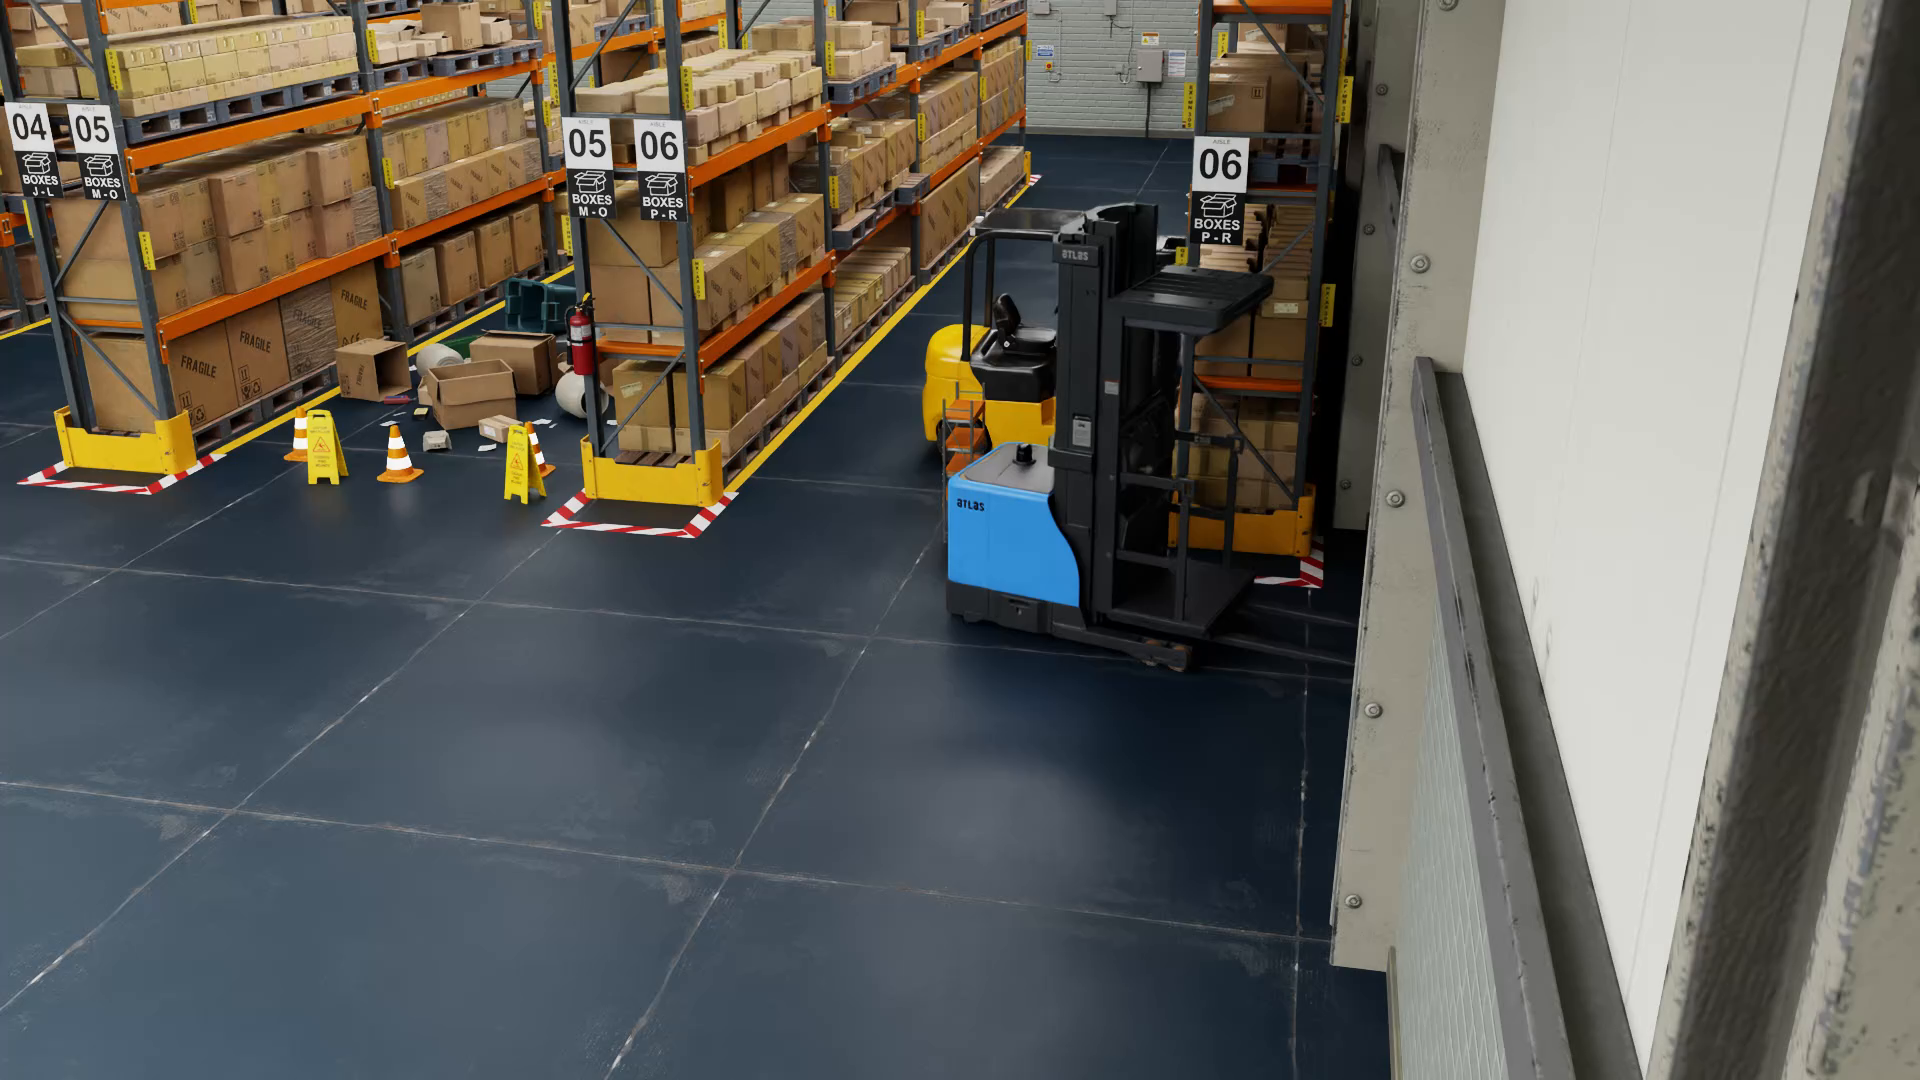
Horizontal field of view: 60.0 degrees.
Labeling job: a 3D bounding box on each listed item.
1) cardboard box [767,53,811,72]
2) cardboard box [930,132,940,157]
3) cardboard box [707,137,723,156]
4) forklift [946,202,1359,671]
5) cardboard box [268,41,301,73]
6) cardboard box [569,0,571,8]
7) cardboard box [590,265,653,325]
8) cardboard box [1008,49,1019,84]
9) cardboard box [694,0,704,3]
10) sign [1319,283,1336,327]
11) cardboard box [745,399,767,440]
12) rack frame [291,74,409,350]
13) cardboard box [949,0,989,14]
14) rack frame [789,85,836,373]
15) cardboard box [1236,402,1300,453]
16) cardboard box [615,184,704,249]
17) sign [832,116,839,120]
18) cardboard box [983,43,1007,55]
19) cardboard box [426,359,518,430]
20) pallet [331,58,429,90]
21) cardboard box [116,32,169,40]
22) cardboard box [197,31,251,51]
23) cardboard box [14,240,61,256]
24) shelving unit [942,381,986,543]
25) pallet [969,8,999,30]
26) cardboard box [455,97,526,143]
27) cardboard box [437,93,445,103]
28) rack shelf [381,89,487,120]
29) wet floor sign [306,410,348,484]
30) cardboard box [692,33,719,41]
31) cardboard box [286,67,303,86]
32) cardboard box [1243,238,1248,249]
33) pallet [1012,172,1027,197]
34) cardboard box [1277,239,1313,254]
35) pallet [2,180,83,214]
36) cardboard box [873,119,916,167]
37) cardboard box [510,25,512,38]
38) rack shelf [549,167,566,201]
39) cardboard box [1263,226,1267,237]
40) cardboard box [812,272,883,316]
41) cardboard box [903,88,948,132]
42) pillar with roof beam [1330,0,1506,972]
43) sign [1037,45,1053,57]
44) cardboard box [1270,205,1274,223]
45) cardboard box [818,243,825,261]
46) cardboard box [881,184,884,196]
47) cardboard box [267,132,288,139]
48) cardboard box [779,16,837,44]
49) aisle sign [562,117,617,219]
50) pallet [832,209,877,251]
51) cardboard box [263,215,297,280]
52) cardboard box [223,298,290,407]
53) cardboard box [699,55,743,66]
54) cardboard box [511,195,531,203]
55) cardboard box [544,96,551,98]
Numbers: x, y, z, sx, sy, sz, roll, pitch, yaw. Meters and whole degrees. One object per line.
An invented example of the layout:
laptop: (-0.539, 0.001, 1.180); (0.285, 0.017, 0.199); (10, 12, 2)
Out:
cardboard box: (-1.660, -4.620, 16.093); (0.380, 0.149, 0.250); (4, 22, 10)
cardboard box: (-0.563, -5.189, 21.785); (0.500, 0.250, 0.500); (5, 22, 12)
cardboard box: (-2.208, -3.314, 13.919); (0.380, 0.149, 0.250); (5, 22, 12)
forklift: (1.450, -0.703, 11.207); (3.031, 2.935, 1.130); (11, 24, 25)
cardboard box: (-6.754, -4.683, 16.087); (0.500, 0.250, 0.500); (4, 22, 10)
cardboard box: (-5.410, -7.216, 22.113); (0.396, 0.266, 0.258); (4, 22, 11)
cardboard box: (-2.806, -2.149, 14.174); (0.500, 0.500, 0.500); (4, 22, 10)
cardboard box: (0.674, -7.719, 27.064); (0.500, 0.500, 0.500); (5, 22, 11)
cardboard box: (-4.419, -8.746, 26.600); (0.500, 0.250, 0.500); (3, 22, 9)
sign: (2.755, -1.762, 12.480); (0.100, 0.325, 0.005); (4, 22, 11)
cardboard box: (-2.100, -1.125, 15.281); (0.500, 0.250, 0.500); (5, 23, 13)
rack frame: (-6.698, -3.549, 18.181); (1.000, 3.000, 0.127); (4, 22, 11)
cardboard box: (0.127, -8.012, 24.418); (0.500, 0.500, 0.500); (5, 22, 12)
rack frame: (-1.831, -3.208, 17.335); (1.000, 3.000, 0.127); (4, 22, 11)
cardboard box: (2.496, -0.913, 13.416); (0.500, 0.250, 0.500); (4, 22, 10)
cardboard box: (-2.646, -2.782, 14.405); (0.700, 0.500, 0.500); (5, 22, 11)
sign: (-1.559, -5.250, 20.853); (0.100, 0.325, 0.005); (4, 22, 11)
cardboard box: (0.534, -7.791, 26.373); (0.380, 0.149, 0.250); (5, 22, 12)
cardboard box: (-4.767, -1.423, 16.244); (0.797, 0.503, 0.637); (-11, 25, -26)
pallet: (-6.559, -5.191, 18.498); (0.805, 0.209, 1.217); (4, 22, 9)
cardboard box: (-7.517, -4.586, 15.313); (0.380, 0.149, 0.250); (4, 22, 10)
cardboard box: (-6.822, -4.628, 15.418); (0.380, 0.149, 0.250); (5, 22, 12)
cardboard box: (-11.270, -3.404, 20.579); (0.700, 0.500, 0.500); (4, 22, 11)
shelving unit: (0.034, -0.617, 13.310); (0.258, 1.200, 0.503); (4, 22, 11)
pallet: (-0.022, -7.783, 24.797); (1.003, 0.211, 1.213); (4, 22, 11)
cardboard box: (-5.983, -5.359, 21.202); (0.700, 0.500, 0.500); (4, 22, 11)
cardboard box: (-9.094, -7.612, 28.606); (0.380, 0.149, 0.250); (5, 22, 11)
rack shelf: (-9.492, -7.287, 28.426); (1.077, 0.370, 4.000); (4, 22, 11)
wet floor sign: (-5.581, -0.832, 14.587); (0.267, 0.644, 0.232); (1, 22, 2)
cardboard box: (-4.202, -8.214, 27.894); (0.500, 0.500, 0.500); (4, 22, 9)
cardboard box: (-6.666, -4.536, 16.256); (0.380, 0.149, 0.250); (5, 22, 12)
cardboard box: (2.242, -2.475, 14.115); (0.380, 0.149, 0.250); (5, 22, 12)
pallet: (0.531, -6.005, 28.012); (1.003, 0.211, 1.213); (4, 22, 11)
cardboard box: (2.861, -2.427, 13.995); (0.380, 0.149, 0.250); (4, 22, 10)
pallet: (-11.234, -4.143, 19.913); (1.003, 0.211, 1.213); (4, 22, 11)
cardboard box: (-0.836, -4.863, 20.350); (0.500, 0.500, 0.500); (4, 22, 9)
cardboard box: (-5.788, -6.300, 20.614); (0.380, 0.166, 0.250); (4, 22, 11)
rack shelf: (-5.473, -5.410, 23.763); (1.077, 0.370, 4.000); (4, 22, 11)
cardboard box: (2.683, -2.735, 16.027); (0.500, 0.500, 0.500); (4, 22, 9)
cardboard box: (-1.443, -2.894, 19.510); (0.950, 0.372, 0.625); (5, 23, 13)
cardboard box: (-0.462, -5.713, 22.083); (0.500, 0.500, 0.500); (5, 22, 12)
pillar with roof beam: (-2.202, -2.471, 7.474); (9.100, 9.000, 0.400); (4, 22, 11)
sign: (1.710, -9.813, 33.371); (0.327, 0.218, 0.001); (4, 22, 11)
cardboard box: (3.087, -3.568, 17.760); (0.500, 0.250, 0.500); (5, 22, 12)
cardboard box: (-1.598, -2.951, 17.033); (0.380, 0.149, 0.250); (4, 22, 10)
cardboard box: (-1.090, -4.039, 19.172); (0.380, 0.149, 0.250); (4, 22, 9)
cardboard box: (-10.147, -6.007, 24.149); (0.500, 0.500, 0.500); (4, 22, 10)
cardboard box: (-1.651, -5.554, 18.112); (0.500, 0.250, 0.500); (5, 22, 12)
aisle sign: (-2.944, -2.951, 13.216); (0.394, 0.787, 0.004); (4, 22, 11)
pallet: (-1.533, -3.388, 18.038); (1.003, 0.211, 1.213); (4, 22, 11)
cardboard box: (-7.087, -2.890, 16.343); (0.875, 0.550, 0.500); (4, 22, 11)
cardboard box: (-7.263, -1.870, 16.294); (0.875, 0.875, 0.875); (4, 22, 10)
cardboard box: (-2.302, -4.570, 15.969); (0.380, 0.149, 0.250); (4, 22, 9)
cardboard box: (-5.999, -4.665, 22.732); (0.500, 0.250, 0.500); (4, 22, 10)
cardboard box: (-5.807, -6.339, 24.086); (0.380, 0.149, 0.250); (4, 22, 10)
